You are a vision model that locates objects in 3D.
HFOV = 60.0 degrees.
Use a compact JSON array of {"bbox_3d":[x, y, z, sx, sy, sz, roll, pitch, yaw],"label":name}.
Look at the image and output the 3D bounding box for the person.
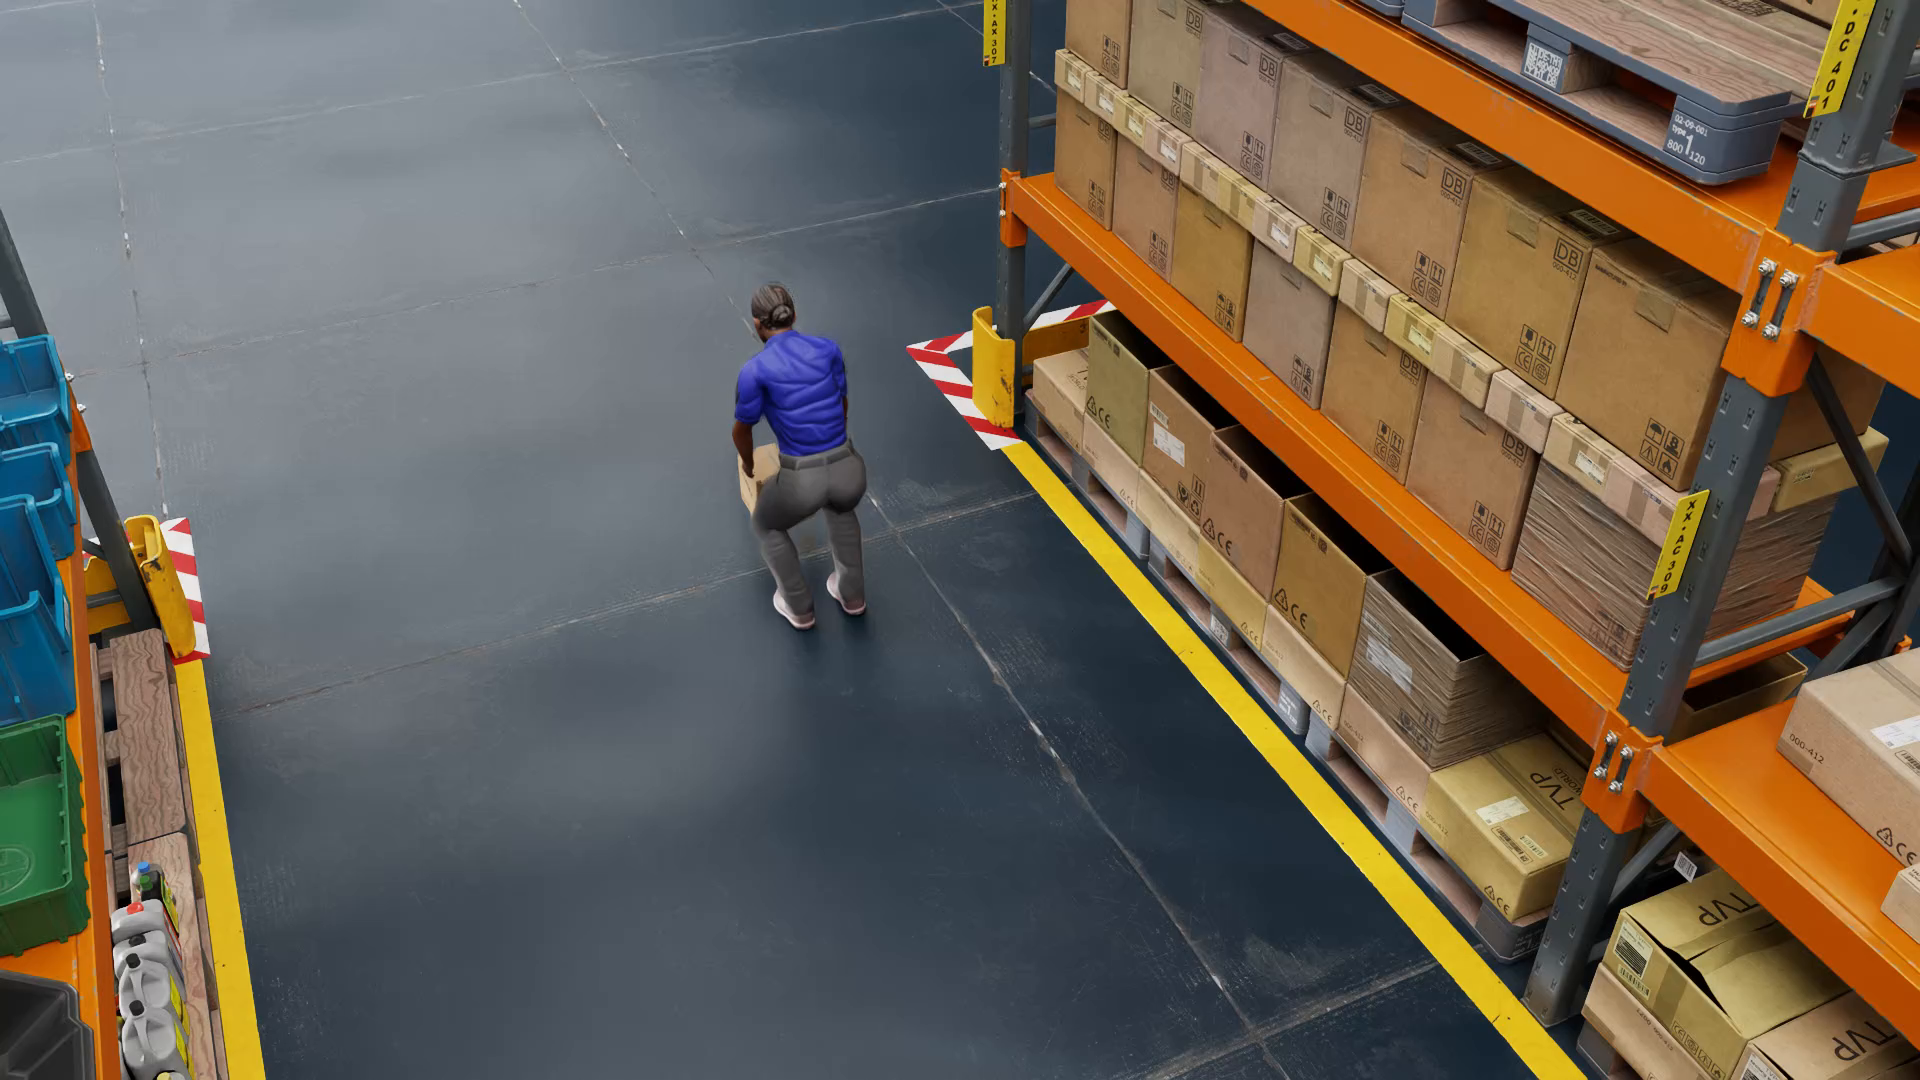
[{"bbox_3d":[-0.649,-0.297,6.730,0.492,1.442,0.576,-16,40,-19],"label":"person"}]
